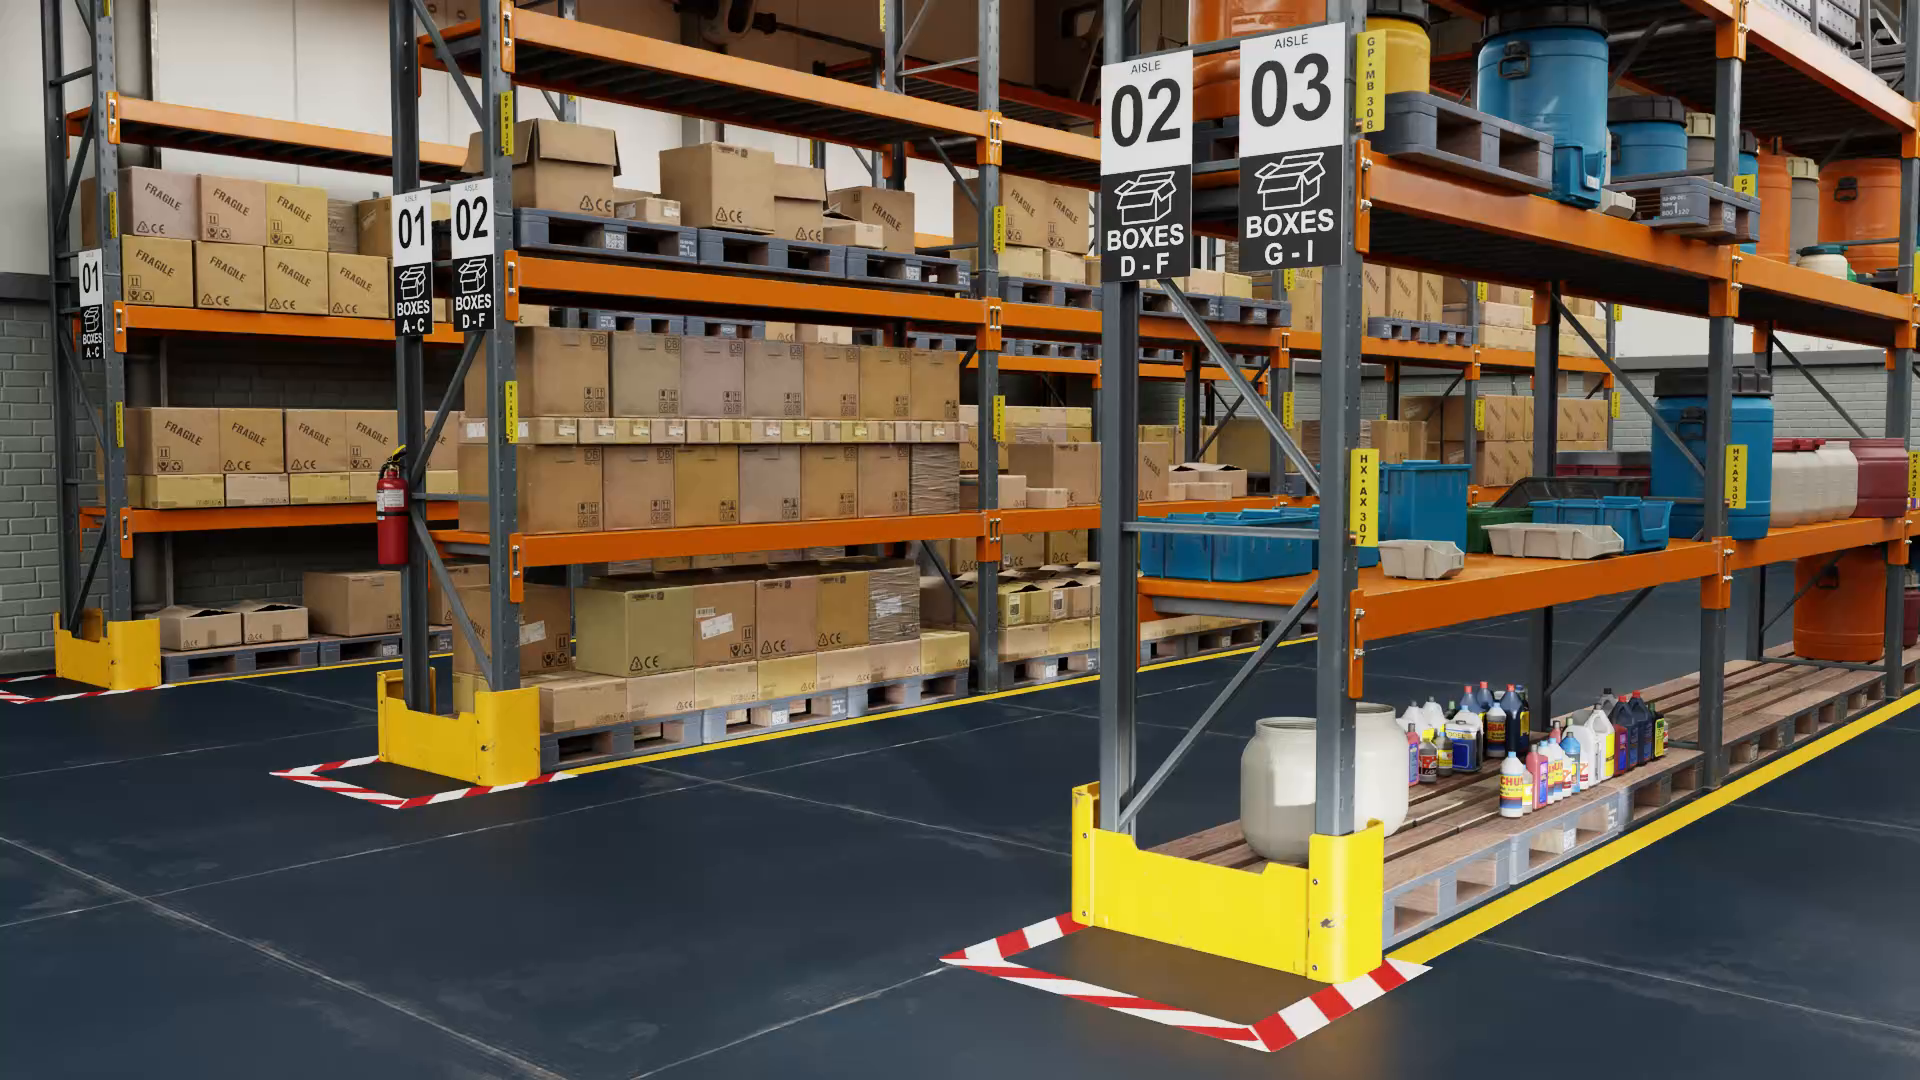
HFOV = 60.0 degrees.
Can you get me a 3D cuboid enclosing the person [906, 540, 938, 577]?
[{"bbox_3d":[-0.450,-0.065,16.628,0.556,1.761,0.581,1,4,15],"label":"person"}]
